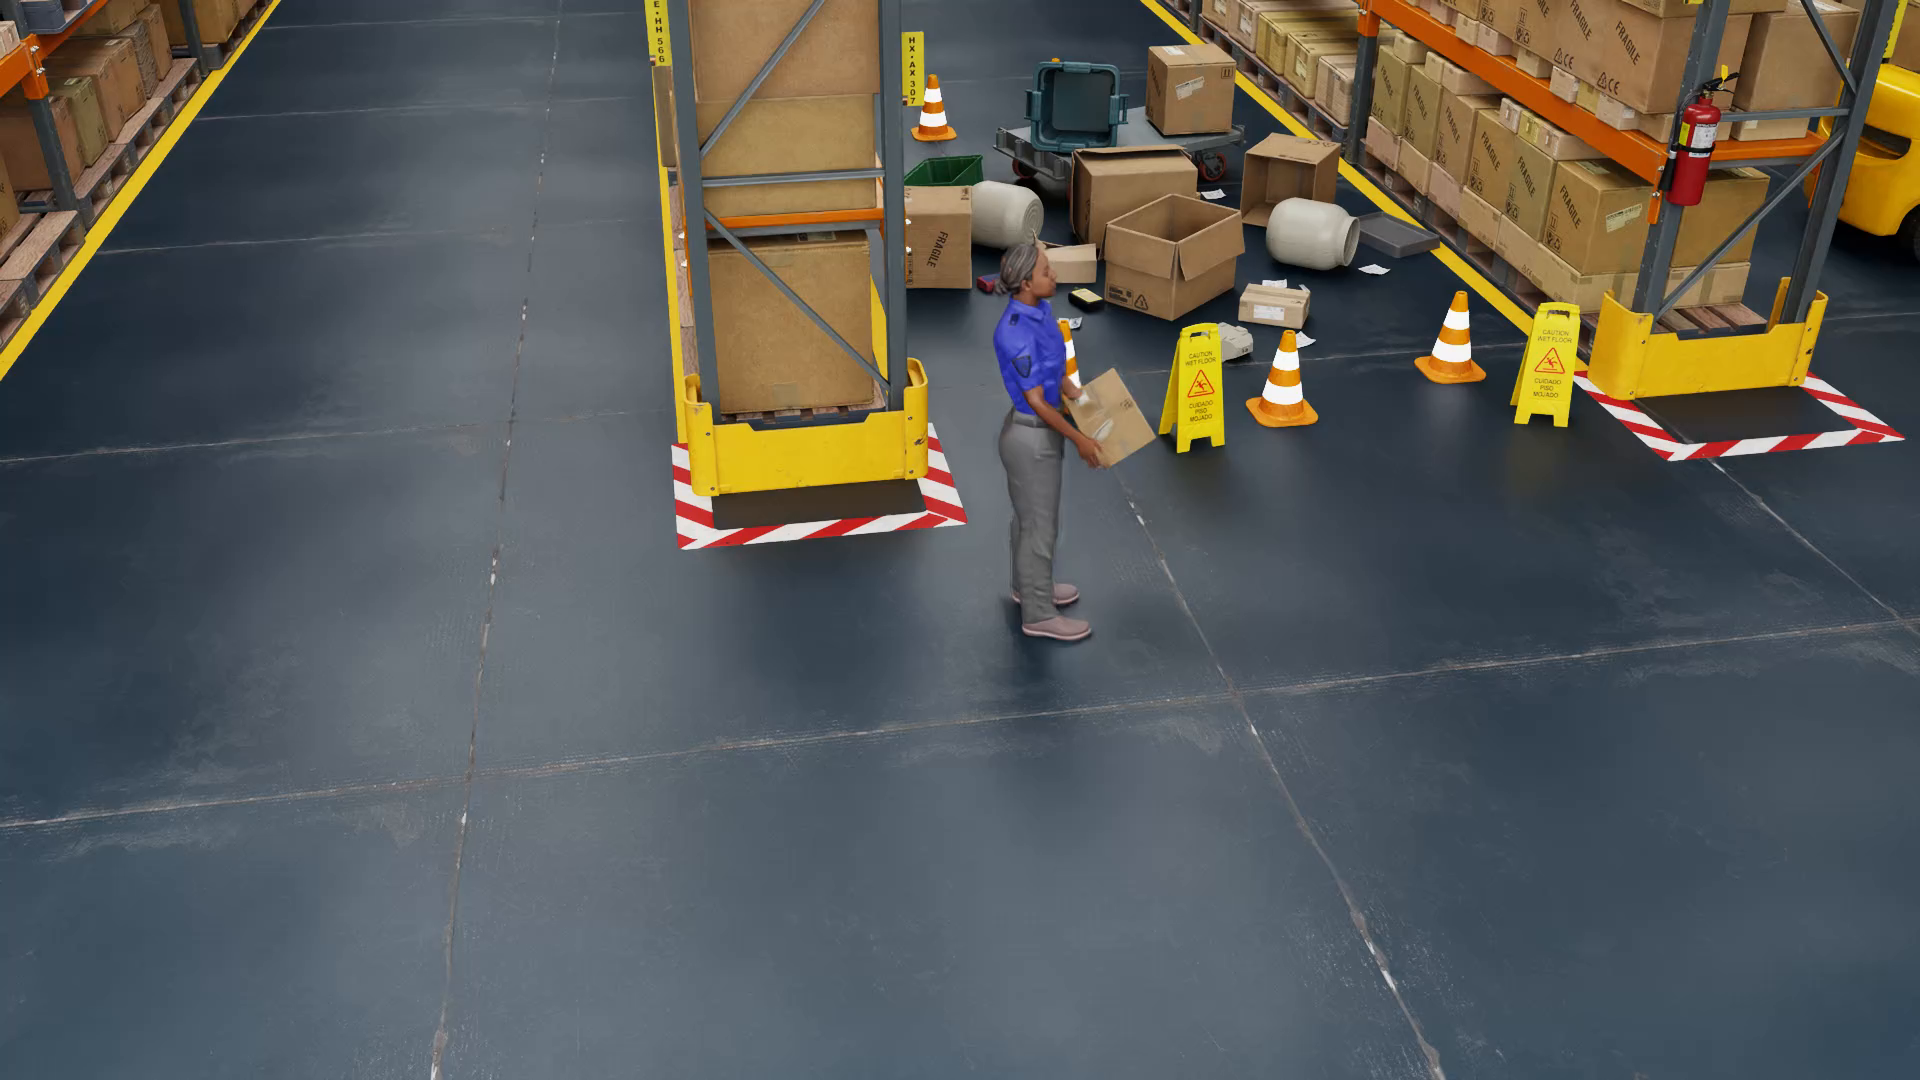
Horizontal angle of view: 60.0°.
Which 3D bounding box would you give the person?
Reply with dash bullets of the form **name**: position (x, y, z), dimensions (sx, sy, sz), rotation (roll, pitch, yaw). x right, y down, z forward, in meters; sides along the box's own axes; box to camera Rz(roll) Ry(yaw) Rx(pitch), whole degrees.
- **person**: position (0.368, -0.408, 6.816), dimensions (0.475, 1.657, 0.475), rotation (5, 31, 9)
